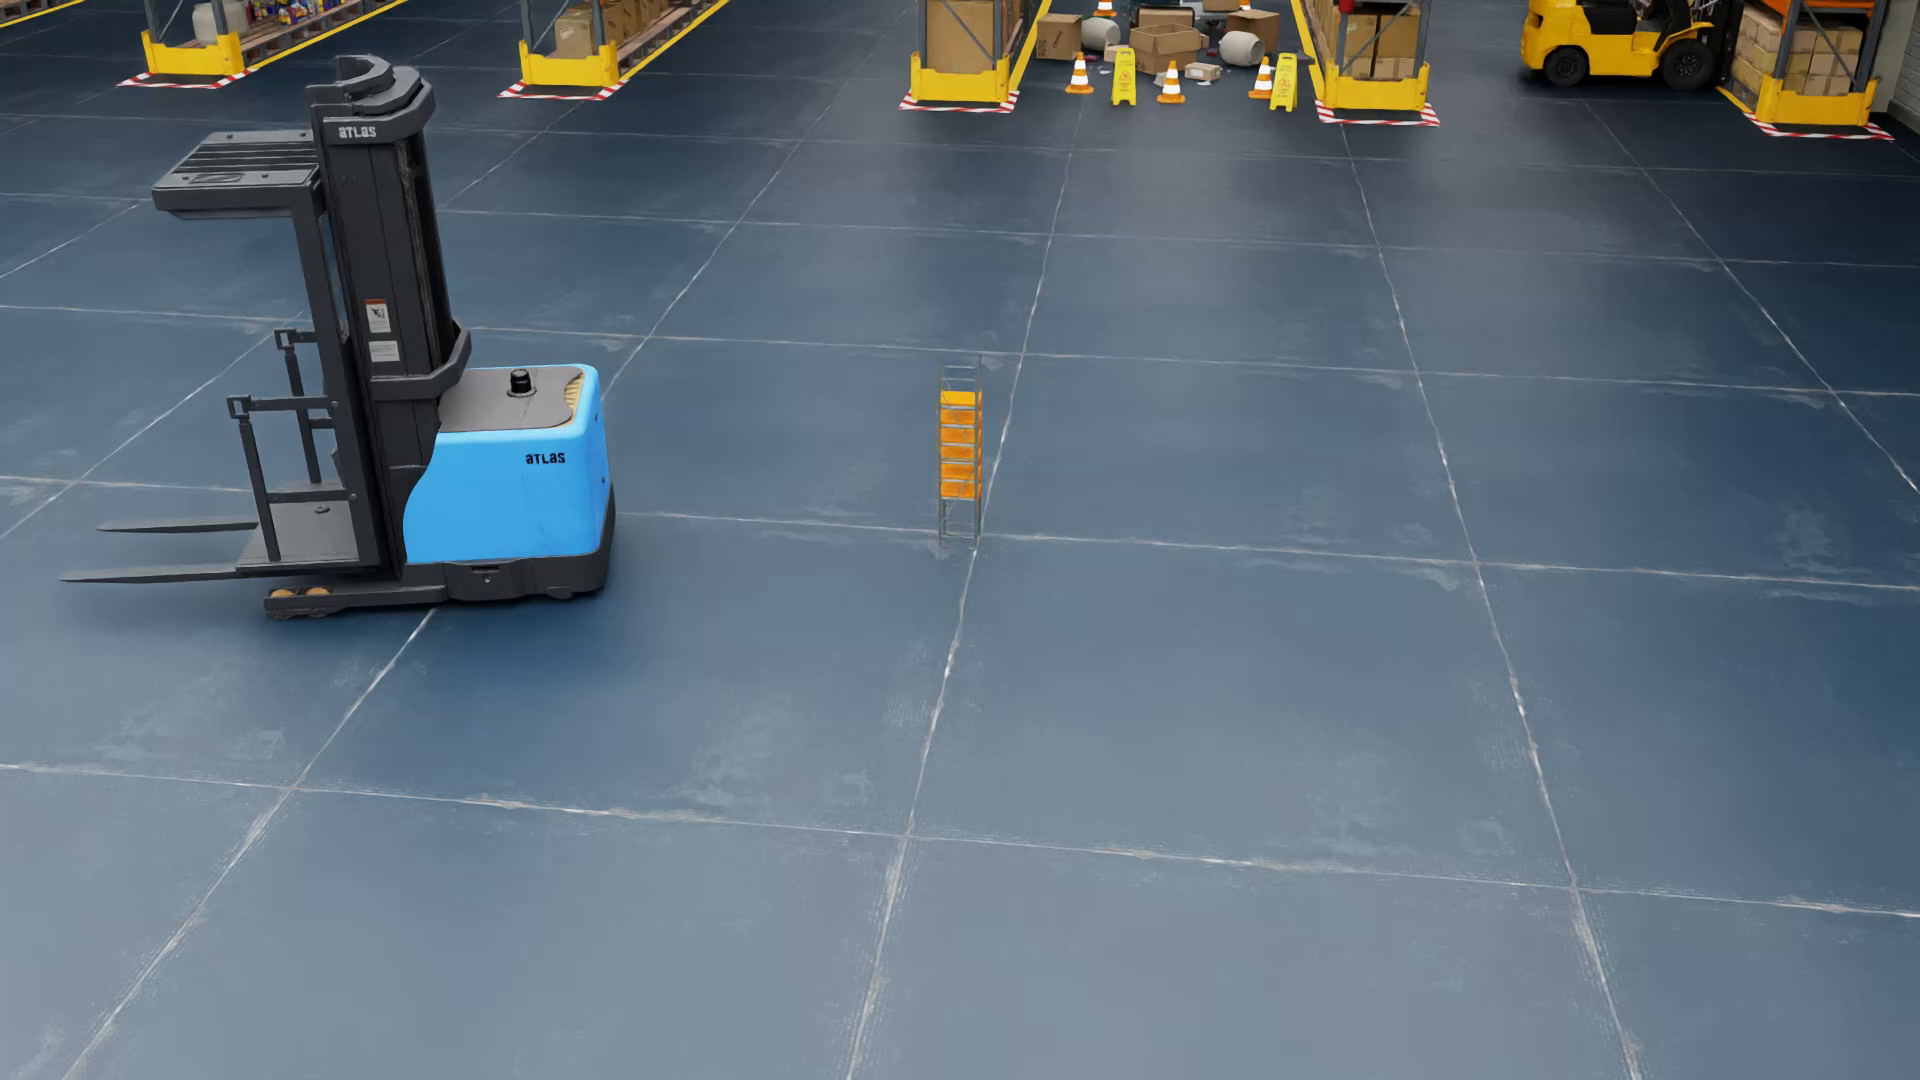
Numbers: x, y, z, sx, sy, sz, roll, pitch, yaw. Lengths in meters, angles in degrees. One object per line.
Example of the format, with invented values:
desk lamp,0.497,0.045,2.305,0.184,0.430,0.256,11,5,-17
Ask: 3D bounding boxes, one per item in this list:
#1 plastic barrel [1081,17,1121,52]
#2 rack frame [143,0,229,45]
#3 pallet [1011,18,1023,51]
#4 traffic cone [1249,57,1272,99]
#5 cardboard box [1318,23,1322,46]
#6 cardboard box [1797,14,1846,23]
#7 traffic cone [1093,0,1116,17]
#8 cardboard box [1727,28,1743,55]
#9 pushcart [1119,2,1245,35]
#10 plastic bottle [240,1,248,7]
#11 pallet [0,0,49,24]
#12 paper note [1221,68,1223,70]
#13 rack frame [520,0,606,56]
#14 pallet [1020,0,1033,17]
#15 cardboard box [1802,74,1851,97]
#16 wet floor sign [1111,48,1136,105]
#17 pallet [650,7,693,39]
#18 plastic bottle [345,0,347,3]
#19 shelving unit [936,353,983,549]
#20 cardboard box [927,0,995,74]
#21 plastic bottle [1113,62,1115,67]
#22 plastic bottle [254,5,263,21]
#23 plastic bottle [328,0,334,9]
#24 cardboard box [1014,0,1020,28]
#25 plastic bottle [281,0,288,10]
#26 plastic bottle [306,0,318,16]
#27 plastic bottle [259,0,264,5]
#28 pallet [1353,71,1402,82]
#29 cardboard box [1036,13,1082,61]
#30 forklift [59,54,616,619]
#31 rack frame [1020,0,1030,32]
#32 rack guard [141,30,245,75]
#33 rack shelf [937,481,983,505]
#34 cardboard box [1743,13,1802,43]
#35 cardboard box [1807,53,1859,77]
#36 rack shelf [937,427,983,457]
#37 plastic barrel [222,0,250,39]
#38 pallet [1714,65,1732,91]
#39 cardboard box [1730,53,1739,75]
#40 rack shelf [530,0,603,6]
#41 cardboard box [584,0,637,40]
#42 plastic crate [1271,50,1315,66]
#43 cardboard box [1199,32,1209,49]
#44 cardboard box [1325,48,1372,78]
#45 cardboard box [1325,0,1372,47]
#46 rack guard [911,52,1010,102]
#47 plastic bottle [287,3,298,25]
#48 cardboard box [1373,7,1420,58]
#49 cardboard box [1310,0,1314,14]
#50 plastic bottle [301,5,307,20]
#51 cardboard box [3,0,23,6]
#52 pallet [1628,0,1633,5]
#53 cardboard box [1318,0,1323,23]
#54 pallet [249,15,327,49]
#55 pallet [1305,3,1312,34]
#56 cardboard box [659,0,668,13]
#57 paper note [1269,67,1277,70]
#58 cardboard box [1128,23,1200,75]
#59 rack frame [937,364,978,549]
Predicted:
plastic barrel,1.879,-6.845,22.509,0.421,0.421,0.512,-24,36,-37
rack frame,-9.820,-7.343,20.718,1.000,3.000,0.127,3,28,6
pallet,0.325,-7.021,23.060,1.003,0.211,1.213,3,28,6
traffic cone,3.703,-5.640,20.231,0.336,0.463,0.334,3,28,6
cardboard box,4.964,-6.573,21.744,0.500,0.250,0.500,3,28,6
cardboard box,10.162,-6.058,19.734,0.500,0.250,0.500,3,28,6
traffic cone,2.159,-8.029,24.665,0.336,0.463,0.334,3,28,6
cardboard box,9.722,-6.114,20.365,0.500,0.250,0.500,3,28,5
pushcart,3.152,-7.317,23.433,1.648,0.377,0.936,-6,29,-11
plastic bottle,-9.972,-7.345,23.128,0.152,0.276,0.135,4,29,7
pallet,-14.385,-7.916,24.721,1.003,0.211,1.213,3,28,6
paper note,3.324,-6.119,21.588,0.148,0.019,0.142,14,31,24
rack frame,-4.904,-7.055,20.183,1.000,3.000,0.127,3,28,6
pallet,0.516,-7.742,24.399,1.003,0.211,1.213,3,28,6
cardboard box,10.112,-5.387,19.543,0.500,0.250,0.500,3,29,6
wet floor sign,1.967,-5.554,19.879,0.267,0.644,0.232,-1,28,-3
pallet,-4.461,-7.392,23.749,1.003,0.211,1.213,3,28,6
plastic bottle,-9.065,-7.999,24.421,0.097,0.201,0.097,0,28,0
shelving unit,-0.002,-0.521,9.953,0.258,1.200,0.189,3,28,6
cardboard box,0.023,-6.292,20.564,0.875,0.875,0.875,4,29,6
plastic bottle,2.078,-6.181,21.659,0.133,0.061,0.283,-6,29,-11
plastic bottle,-9.829,-7.379,23.270,0.097,0.201,0.097,0,28,0
plastic bottle,-9.146,-7.843,23.975,0.144,0.351,0.185,2,28,4
cardboard box,0.349,-7.560,22.917,0.875,0.875,0.875,4,29,7
plastic bottle,-9.739,-7.787,23.955,0.097,0.271,0.097,0,28,0
plastic bottle,-9.210,-7.582,23.569,0.152,0.276,0.135,4,29,7
plastic bottle,-9.916,-7.609,23.540,0.144,0.351,0.185,3,28,6
pallet,5.075,-5.668,20.548,1.003,0.211,1.213,3,28,6
cardboard box,1.324,-6.713,22.180,0.500,0.500,0.500,8,29,15
forklift,-3.610,-1.105,9.212,3.031,2.935,1.130,-3,28,-5
rack frame,0.496,-8.602,23.055,1.000,3.000,0.127,3,28,6
rack guard,-9.857,-6.281,21.382,1.175,0.500,0.348,3,28,6
rack shelf,-0.002,-0.271,10.088,0.258,0.103,0.180,3,28,6
cardboard box,9.661,-6.083,19.780,0.500,0.250,0.500,4,29,7
cardboard box,10.121,-5.596,19.404,0.500,0.250,0.500,4,29,7
rack shelf,-0.002,-0.588,9.917,0.258,0.103,0.180,3,28,6
plastic barrel,-9.754,-6.983,22.229,0.421,0.512,0.421,0,28,0
pallet,10.062,-5.900,20.979,1.003,0.211,1.213,3,28,6
cardboard box,9.742,-5.875,20.449,0.500,0.250,0.500,4,29,7
rack shelf,-4.659,-7.680,22.101,1.077,0.370,4.000,3,28,6
cardboard box,-4.677,-7.010,22.291,0.500,0.500,0.500,6,29,11
plastic crate,4.415,-6.385,22.018,0.402,0.080,0.583,-6,29,-11
cardboard box,3.191,-6.900,22.777,0.258,0.266,0.396,-17,33,-29
cardboard box,4.766,-5.861,20.423,0.500,0.250,0.500,3,28,6
cardboard box,4.831,-6.422,20.673,0.500,0.500,0.500,4,29,8
rack guard,0.003,-5.608,20.132,1.175,0.500,0.348,3,28,6
plastic bottle,-9.243,-7.282,23.004,0.061,0.283,0.133,4,29,7
cardboard box,5.307,-6.159,20.185,0.500,0.500,0.500,2,28,4
cardboard box,5.483,-7.637,23.591,0.950,0.372,0.625,4,29,7
plastic bottle,-9.222,-7.395,23.301,0.097,0.201,0.097,0,28,0
cardboard box,-14.156,-8.024,24.438,0.500,0.250,0.500,3,28,6
pallet,10.698,-8.346,25.518,1.003,0.211,1.213,3,28,6
cardboard box,5.027,-7.152,22.028,0.500,0.500,0.500,4,29,8
pallet,-9.601,-7.109,23.223,1.003,0.211,1.213,3,28,6
pallet,5.515,-7.501,23.951,1.003,0.211,1.213,3,28,6
cardboard box,-4.503,-7.837,23.826,0.500,0.500,0.500,3,28,5
paper note,4.039,-6.138,21.610,0.142,0.019,0.148,-6,29,-11
cardboard box,2.634,-6.354,21.514,0.797,0.503,0.637,-17,33,-29
rack frame,-0.013,-0.478,9.873,0.240,1.200,0.006,3,28,6
